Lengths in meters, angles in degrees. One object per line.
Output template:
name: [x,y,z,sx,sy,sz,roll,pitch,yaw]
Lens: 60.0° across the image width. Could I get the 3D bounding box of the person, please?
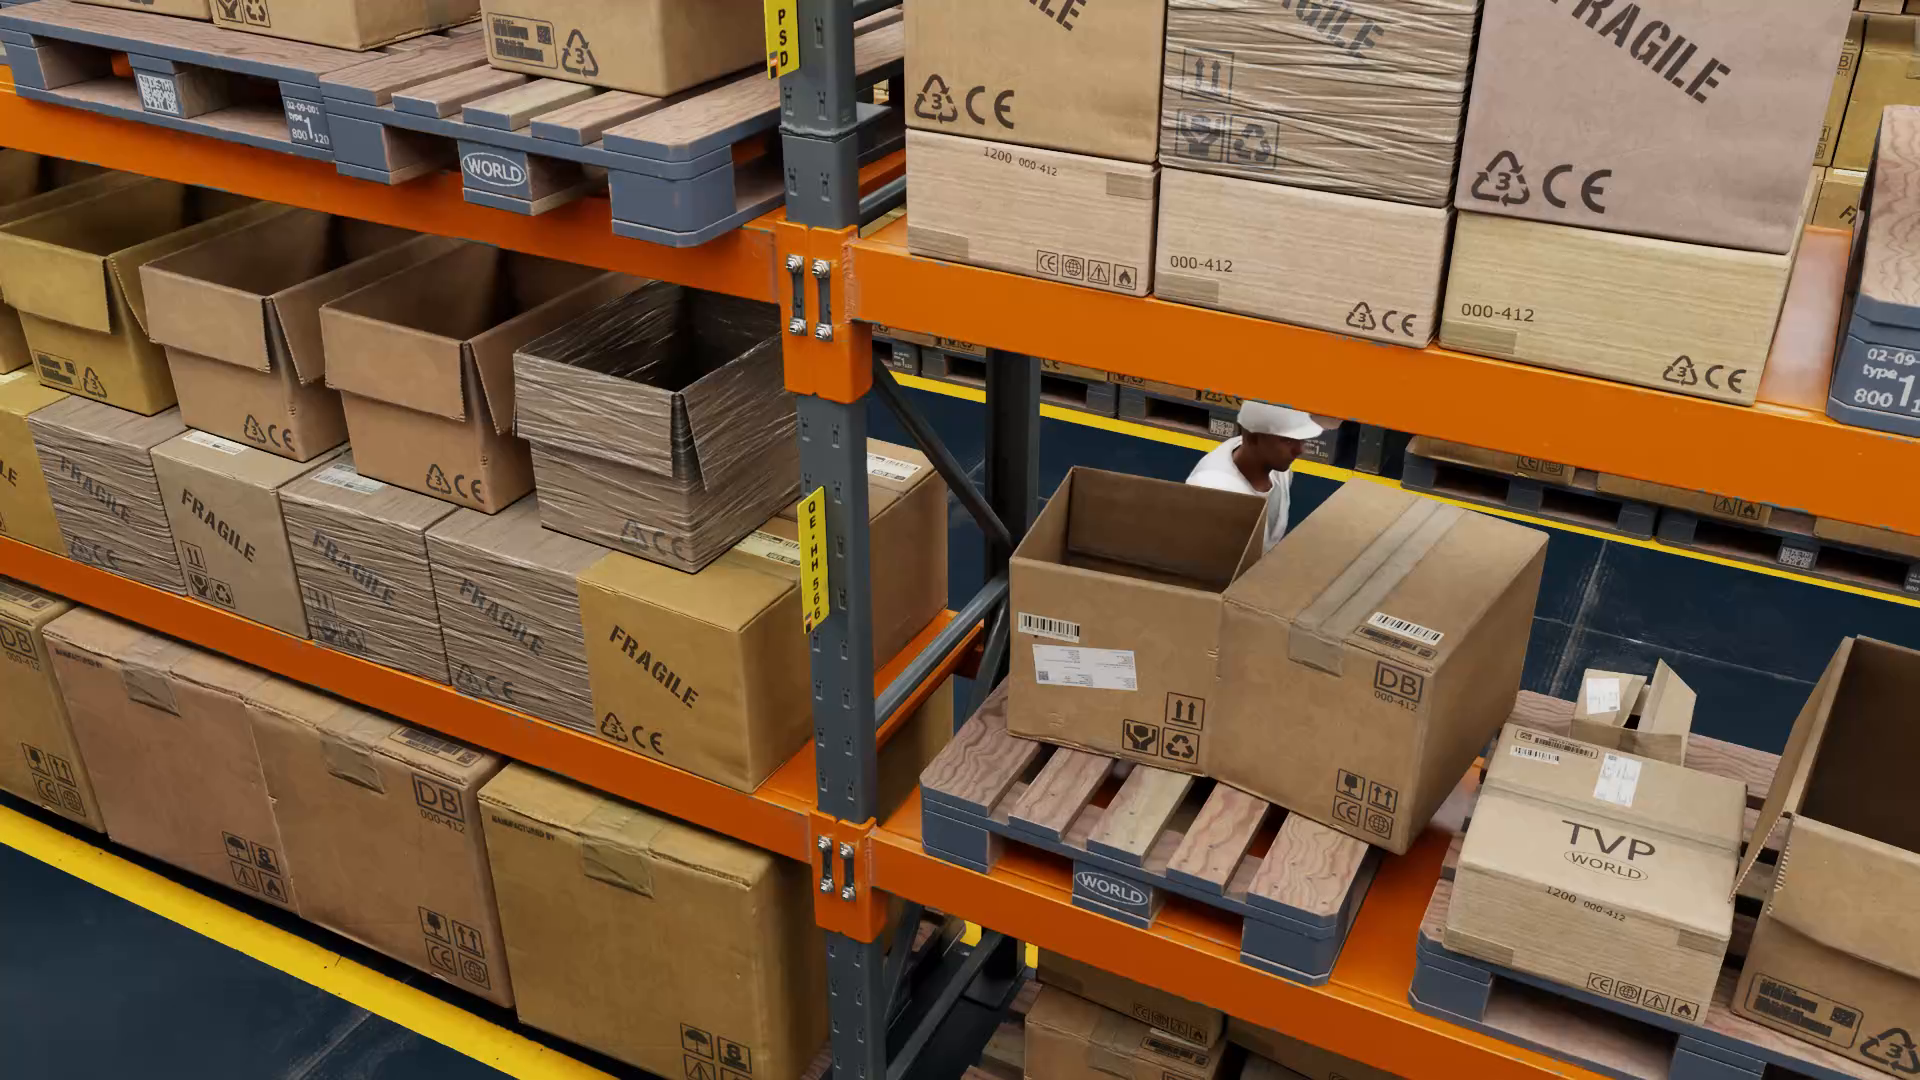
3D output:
person: [0.926,0.270,5.646,0.446,1.774,0.618,21,36,32]
